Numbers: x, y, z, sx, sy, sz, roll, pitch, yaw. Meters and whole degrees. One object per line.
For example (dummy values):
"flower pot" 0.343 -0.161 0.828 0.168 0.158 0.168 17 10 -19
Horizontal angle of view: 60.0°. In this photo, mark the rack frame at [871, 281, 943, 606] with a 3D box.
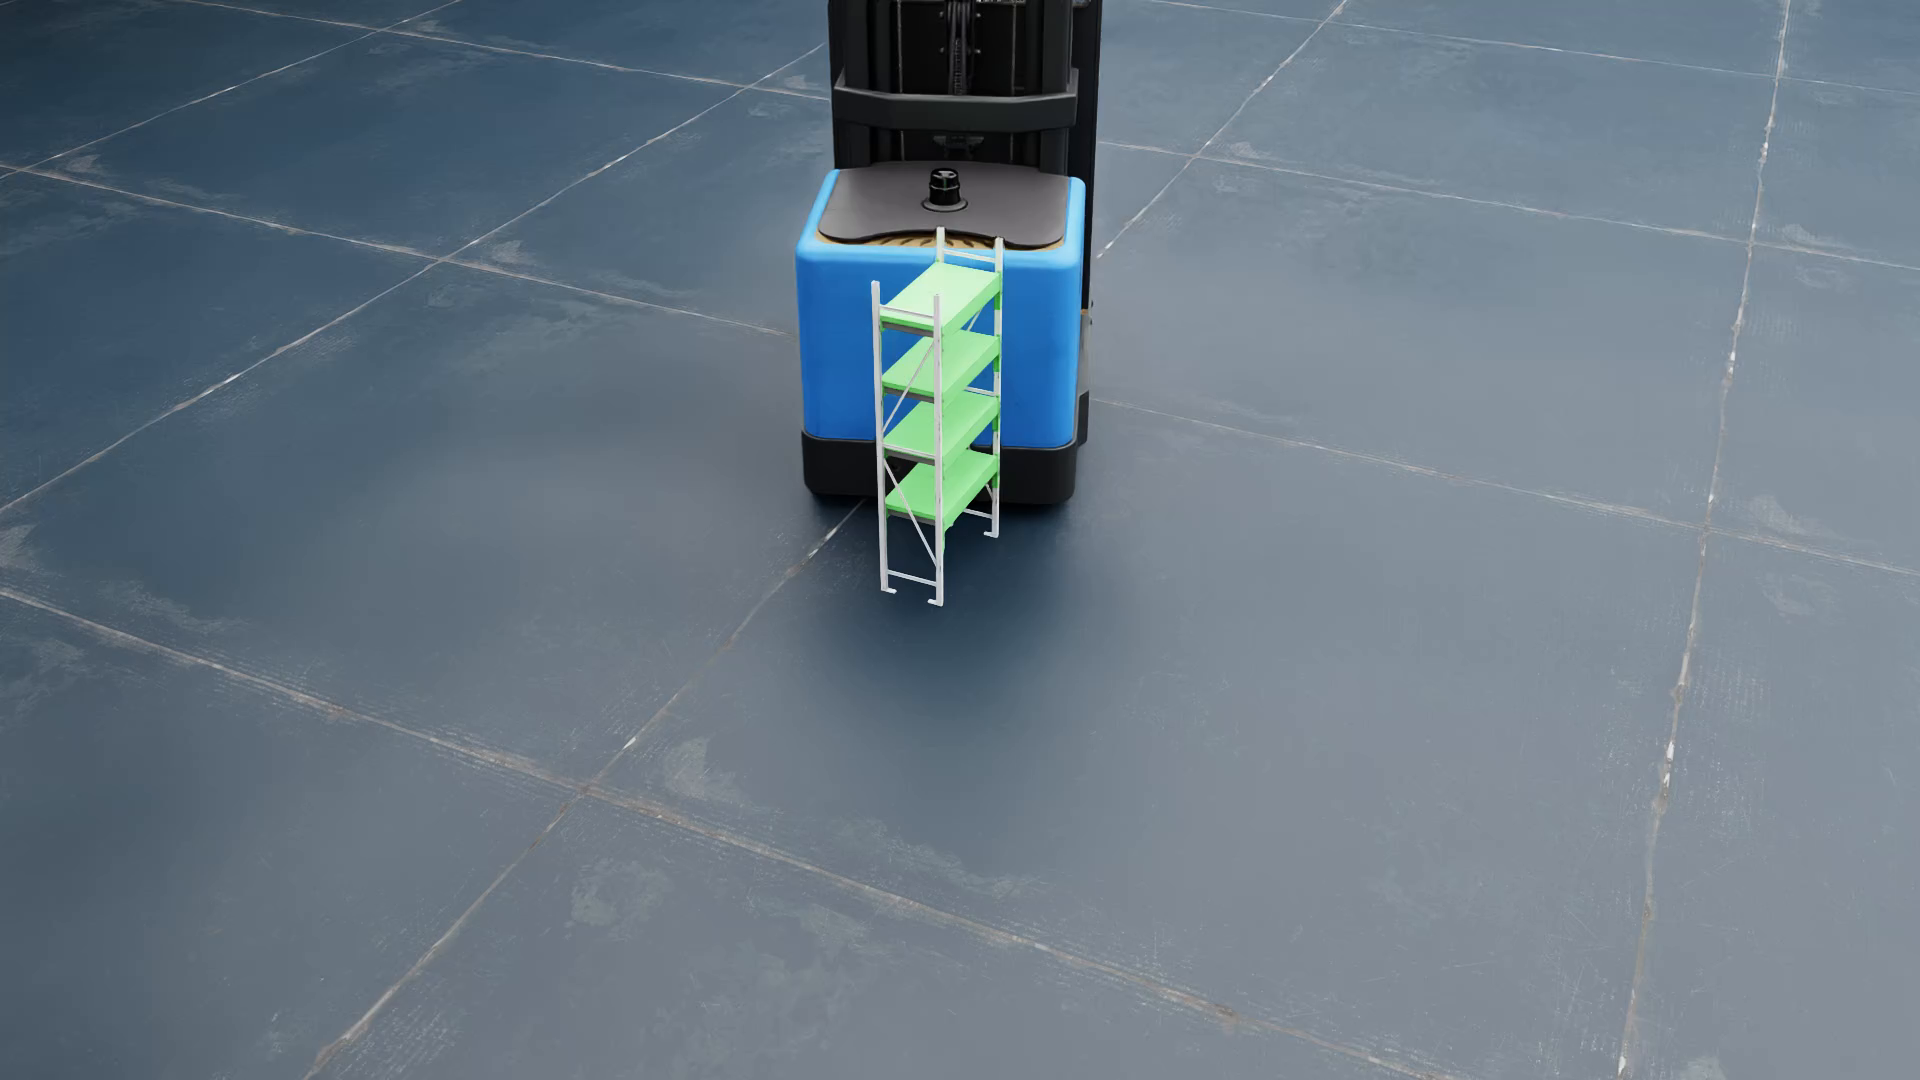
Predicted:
"rack frame" -0.171 -0.298 5.610 0.240 1.200 0.015 14 36 20

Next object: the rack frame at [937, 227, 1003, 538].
"rack frame" 0.033 -0.541 5.981 0.240 1.200 0.015 14 36 20

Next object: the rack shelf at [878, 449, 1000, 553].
"rack shelf" -0.069 -0.165 5.962 0.258 0.148 0.480 14 36 20

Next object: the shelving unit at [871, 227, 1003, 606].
"shelving unit" -0.069 -0.419 5.795 0.258 1.200 0.503 14 36 20

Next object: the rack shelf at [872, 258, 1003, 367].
"rack shelf" -0.069 -0.767 5.567 0.258 0.148 0.480 14 36 20

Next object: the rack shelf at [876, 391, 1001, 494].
"rack shelf" -0.069 -0.366 5.830 0.258 0.148 0.480 14 36 20

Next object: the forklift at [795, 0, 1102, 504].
"forklift" 0.042 -2.148 6.852 1.130 2.935 3.031 3 33 4

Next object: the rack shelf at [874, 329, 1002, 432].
"rack shelf" -0.069 -0.567 5.699 0.258 0.148 0.480 14 36 20
